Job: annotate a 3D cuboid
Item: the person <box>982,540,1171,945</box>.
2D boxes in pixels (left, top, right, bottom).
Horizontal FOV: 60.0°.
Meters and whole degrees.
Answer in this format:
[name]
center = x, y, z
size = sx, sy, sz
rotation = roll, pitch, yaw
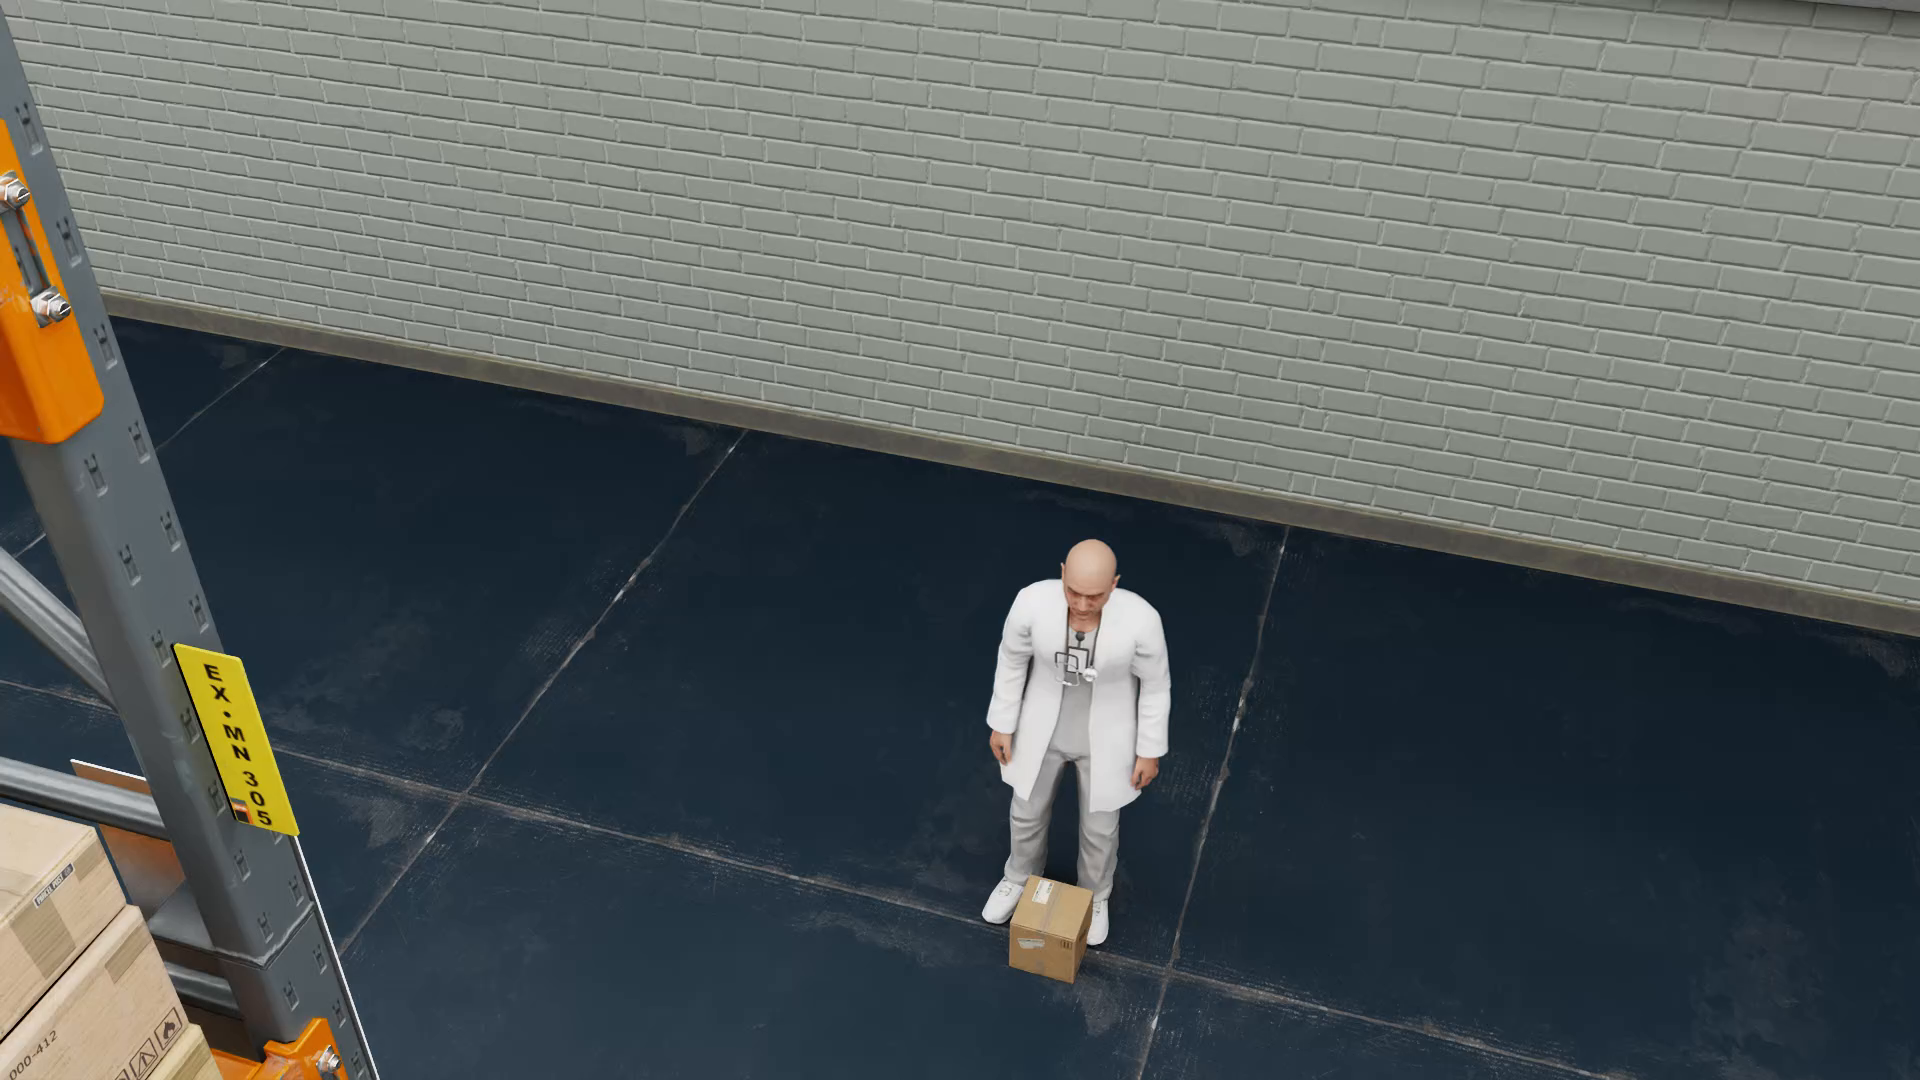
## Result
[person]
center = 0.419, 0.703, 5.957
size = 0.656, 1.775, 0.418
rotation = 9, 38, 12
